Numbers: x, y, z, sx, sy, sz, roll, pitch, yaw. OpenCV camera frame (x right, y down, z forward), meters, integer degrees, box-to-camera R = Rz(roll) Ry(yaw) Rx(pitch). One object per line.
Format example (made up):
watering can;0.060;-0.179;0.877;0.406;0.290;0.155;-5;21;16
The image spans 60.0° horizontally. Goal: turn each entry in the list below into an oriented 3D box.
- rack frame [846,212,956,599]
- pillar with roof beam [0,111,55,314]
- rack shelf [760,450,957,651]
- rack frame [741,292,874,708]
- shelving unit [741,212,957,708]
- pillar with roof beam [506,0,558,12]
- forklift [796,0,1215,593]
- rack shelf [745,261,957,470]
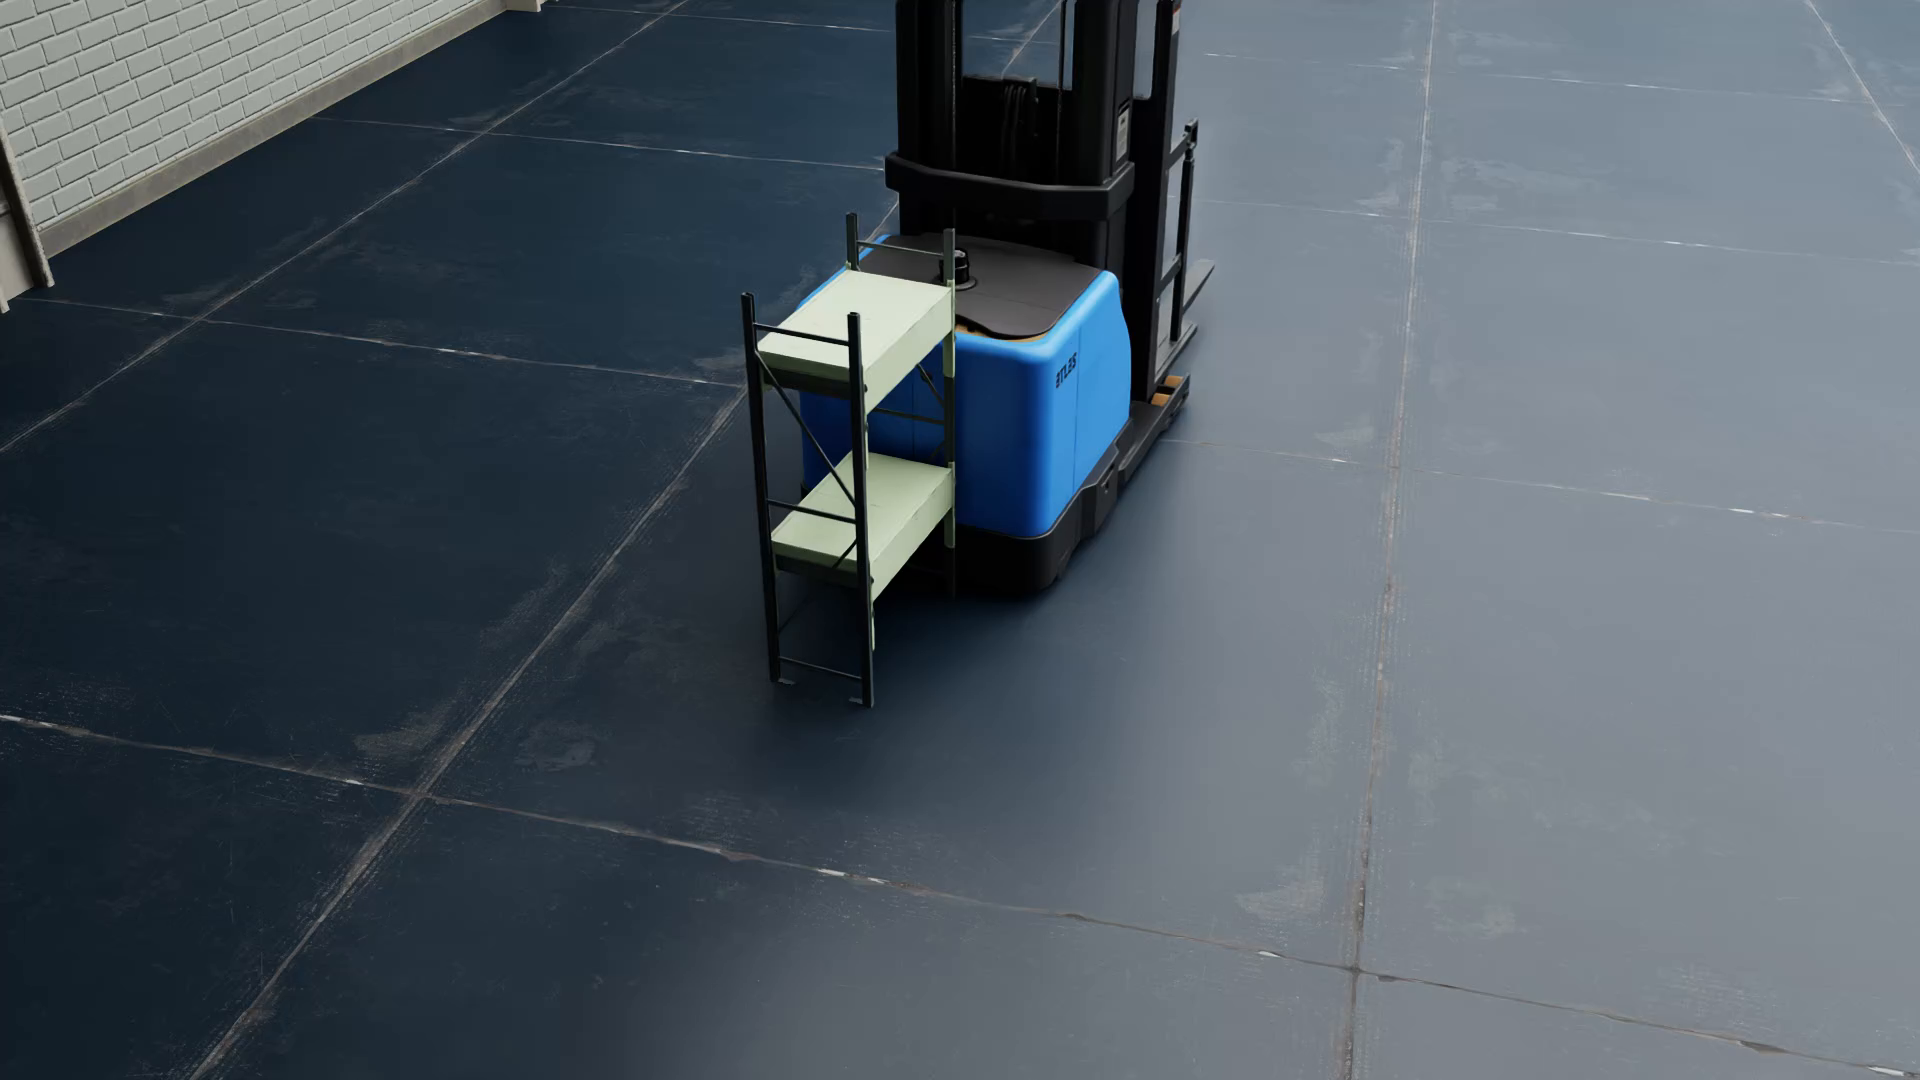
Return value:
rack frame;-0.205;-0.452;6.063;0.400;1.500;0.023;13;35;19
pillar with roof beam;-0.882;-4.505;5.448;9.100;9.000;0.400;8;33;12
rack shelf;-0.348;0.004;5.953;0.431;0.370;0.720;13;35;19
rack frame;-0.490;-0.090;5.494;0.400;1.500;0.023;13;35;19
shelving unit;-0.348;-0.271;5.778;0.431;1.500;0.755;13;35;19
pillar with roof beam;0.640;-7.618;10.346;9.100;9.000;0.400;8;33;12
forklift;0.415;-1.816;6.874;1.130;2.935;3.031;13;35;19
rack shelf;-0.348;-0.600;5.569;0.431;0.370;0.720;13;35;19
